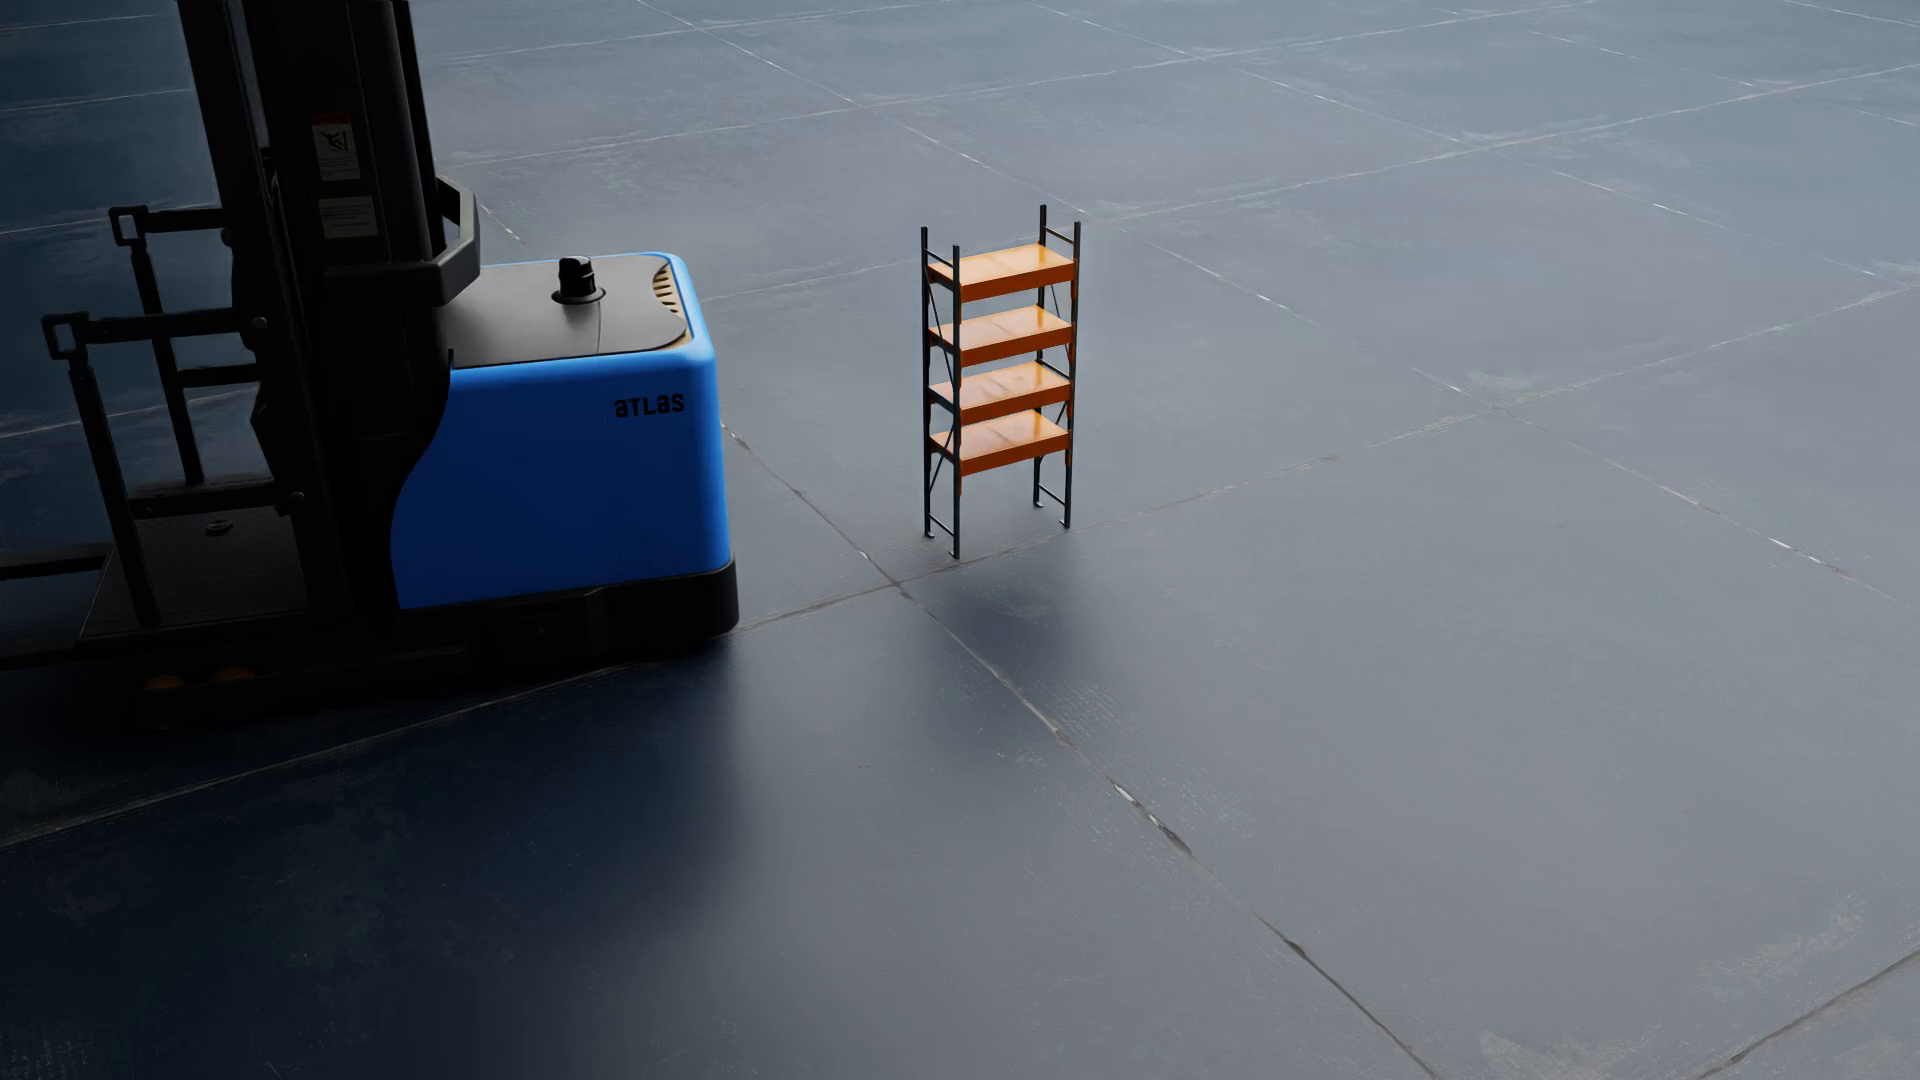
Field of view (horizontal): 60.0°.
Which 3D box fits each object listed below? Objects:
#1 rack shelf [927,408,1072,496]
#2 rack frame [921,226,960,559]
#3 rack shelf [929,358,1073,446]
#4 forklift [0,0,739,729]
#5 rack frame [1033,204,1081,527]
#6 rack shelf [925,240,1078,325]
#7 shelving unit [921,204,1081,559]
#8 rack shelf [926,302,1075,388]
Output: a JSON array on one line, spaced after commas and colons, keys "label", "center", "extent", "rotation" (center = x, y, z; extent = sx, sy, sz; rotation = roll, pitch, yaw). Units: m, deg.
[{"label": "rack shelf", "center": [0.143, -0.333, 6.162], "extent": [0.480, 0.148, 0.258], "rotation": [-16, 33, -26]}, {"label": "rack frame", "center": [-0.068, -0.506, 5.925], "extent": [0.015, 1.200, 0.240], "rotation": [-16, 33, -26]}, {"label": "rack shelf", "center": [0.143, -0.507, 6.066], "extent": [0.480, 0.148, 0.258], "rotation": [-16, 33, -26]}, {"label": "forklift", "center": [-2.320, -0.976, 4.985], "extent": [3.031, 2.935, 1.130], "rotation": [-7, 30, -13]}, {"label": "rack frame", "center": [0.353, -0.626, 6.142], "extent": [0.015, 1.200, 0.240], "rotation": [-16, 33, -26]}, {"label": "rack shelf", "center": [0.143, -0.910, 5.844], "extent": [0.480, 0.148, 0.258], "rotation": [-16, 33, -26]}, {"label": "shelving unit", "center": [0.143, -0.566, 6.034], "extent": [0.503, 1.200, 0.258], "rotation": [-16, 33, -26]}, {"label": "rack shelf", "center": [0.143, -0.703, 5.958], "extent": [0.480, 0.148, 0.258], "rotation": [-16, 33, -26]}]
